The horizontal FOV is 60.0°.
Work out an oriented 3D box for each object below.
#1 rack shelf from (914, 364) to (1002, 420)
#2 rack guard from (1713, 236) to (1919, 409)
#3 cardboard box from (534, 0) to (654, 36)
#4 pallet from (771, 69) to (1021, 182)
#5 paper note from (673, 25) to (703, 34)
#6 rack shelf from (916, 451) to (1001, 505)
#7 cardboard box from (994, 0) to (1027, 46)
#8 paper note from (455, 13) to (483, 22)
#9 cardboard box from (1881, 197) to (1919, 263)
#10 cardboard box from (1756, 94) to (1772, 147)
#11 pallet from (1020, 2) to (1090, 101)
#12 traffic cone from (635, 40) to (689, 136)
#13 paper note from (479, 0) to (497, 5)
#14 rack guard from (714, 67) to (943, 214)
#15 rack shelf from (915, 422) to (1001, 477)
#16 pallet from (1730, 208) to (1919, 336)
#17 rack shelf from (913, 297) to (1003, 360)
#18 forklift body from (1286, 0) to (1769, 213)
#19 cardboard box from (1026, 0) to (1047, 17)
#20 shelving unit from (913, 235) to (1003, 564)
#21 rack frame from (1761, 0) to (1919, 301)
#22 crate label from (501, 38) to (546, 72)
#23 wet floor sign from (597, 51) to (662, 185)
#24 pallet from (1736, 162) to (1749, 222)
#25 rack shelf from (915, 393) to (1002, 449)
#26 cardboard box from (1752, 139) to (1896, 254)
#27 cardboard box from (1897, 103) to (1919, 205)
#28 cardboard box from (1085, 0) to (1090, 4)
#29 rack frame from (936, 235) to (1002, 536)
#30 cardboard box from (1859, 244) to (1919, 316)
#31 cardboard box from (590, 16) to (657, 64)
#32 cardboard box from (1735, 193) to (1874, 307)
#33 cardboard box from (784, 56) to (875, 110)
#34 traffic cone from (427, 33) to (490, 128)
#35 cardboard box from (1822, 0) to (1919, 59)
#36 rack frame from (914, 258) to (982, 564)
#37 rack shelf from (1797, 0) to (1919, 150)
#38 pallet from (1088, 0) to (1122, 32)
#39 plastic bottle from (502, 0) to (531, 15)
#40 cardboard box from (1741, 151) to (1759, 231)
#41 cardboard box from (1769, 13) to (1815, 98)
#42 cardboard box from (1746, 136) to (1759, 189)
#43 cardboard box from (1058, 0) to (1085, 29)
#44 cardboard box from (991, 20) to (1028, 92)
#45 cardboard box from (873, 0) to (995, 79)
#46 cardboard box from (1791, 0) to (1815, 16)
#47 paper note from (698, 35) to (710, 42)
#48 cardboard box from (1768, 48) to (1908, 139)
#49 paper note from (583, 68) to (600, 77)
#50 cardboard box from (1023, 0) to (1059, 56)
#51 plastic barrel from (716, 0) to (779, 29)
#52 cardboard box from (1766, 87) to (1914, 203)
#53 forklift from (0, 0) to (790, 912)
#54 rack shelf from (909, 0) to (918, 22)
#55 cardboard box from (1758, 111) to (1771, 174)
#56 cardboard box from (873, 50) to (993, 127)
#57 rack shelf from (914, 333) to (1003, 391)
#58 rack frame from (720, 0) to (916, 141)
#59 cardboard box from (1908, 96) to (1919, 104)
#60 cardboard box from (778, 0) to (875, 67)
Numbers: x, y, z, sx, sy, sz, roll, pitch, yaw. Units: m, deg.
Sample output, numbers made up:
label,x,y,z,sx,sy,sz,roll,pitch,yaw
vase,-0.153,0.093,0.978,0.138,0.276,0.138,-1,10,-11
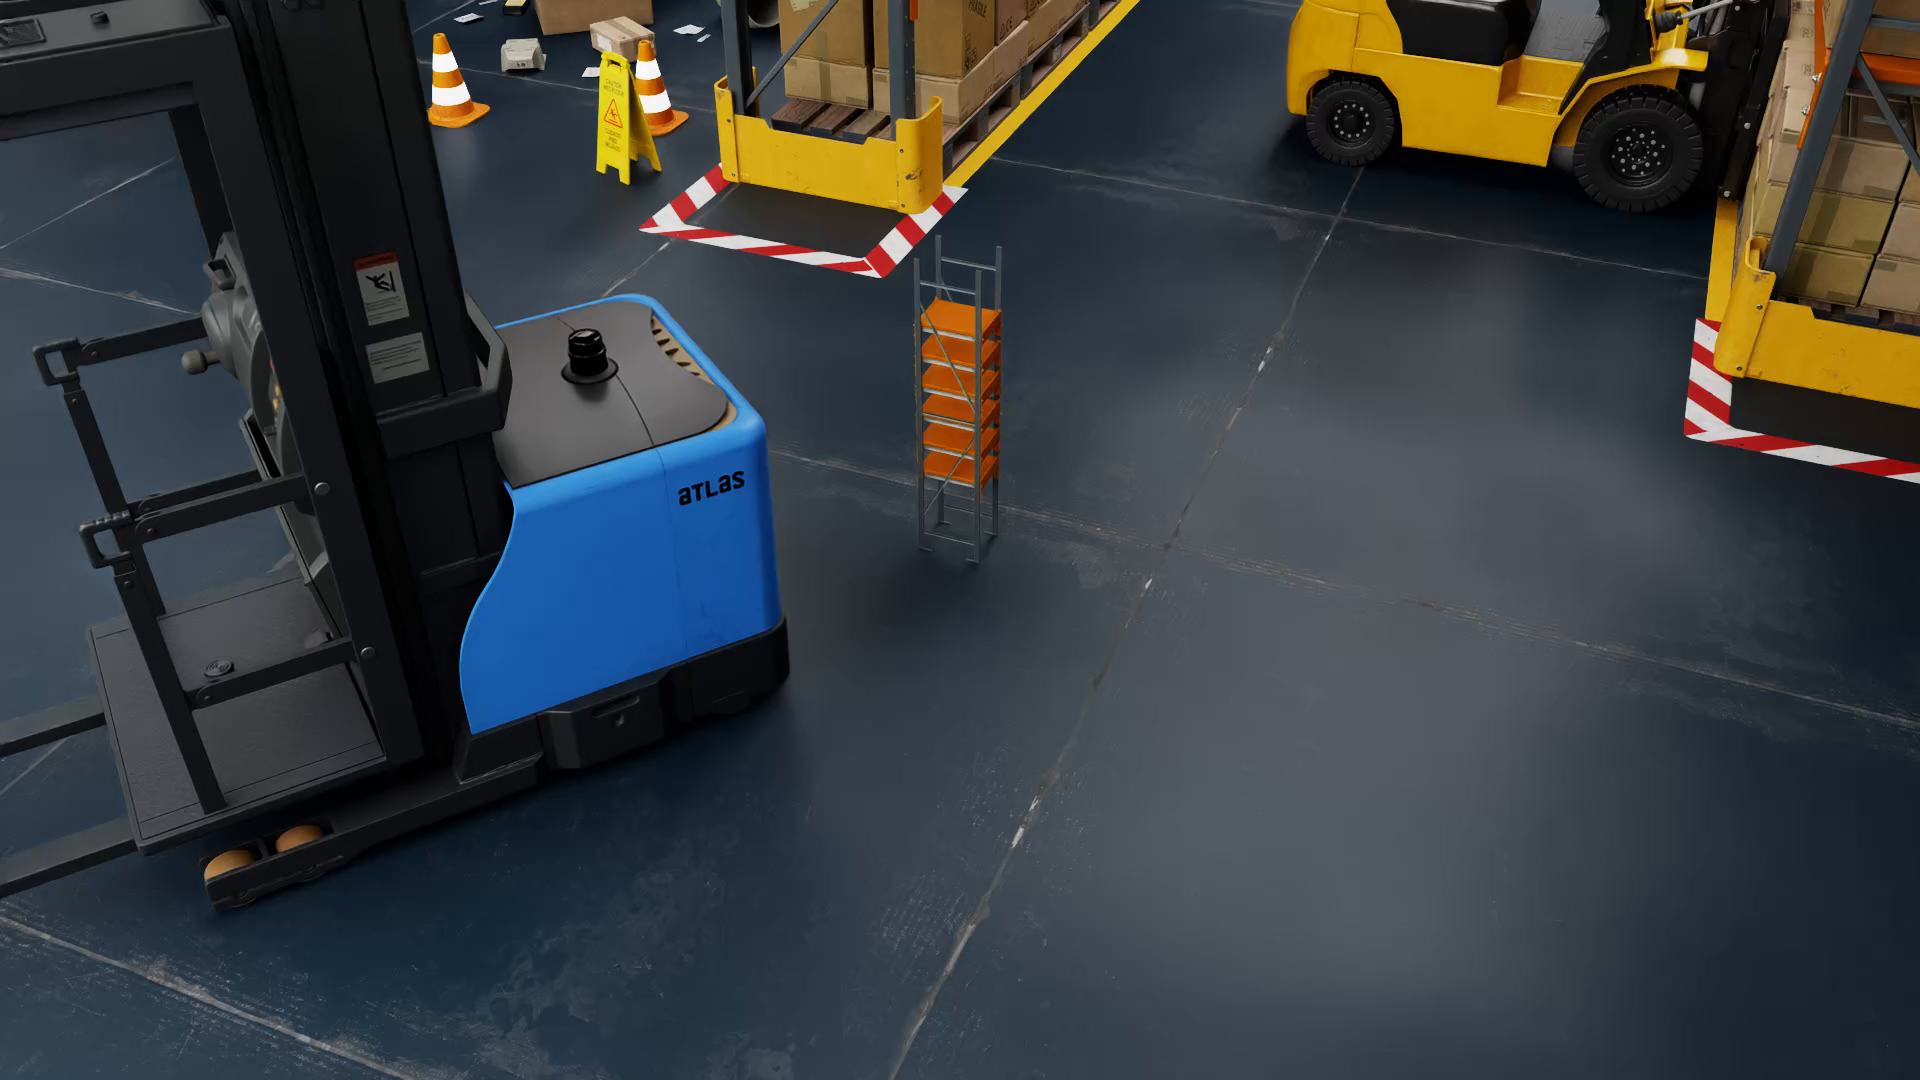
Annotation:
label,x,y,z,sx,sy,sz,roll,pitch,yaw
rack shelf,-0.005,-0.533,5.835,0.258,0.103,0.180,14,39,18
rack guard,3.878,-0.892,7.026,1.175,0.500,0.348,14,39,18
cardboard box,-2.378,-3.585,10.626,0.797,0.503,0.637,-11,38,-14
pallet,-0.334,-2.402,9.288,1.003,0.211,1.213,14,39,18
paper note,-1.724,-3.254,10.588,0.148,0.019,0.142,29,45,33
rack shelf,-0.006,-0.245,6.050,0.258,0.103,0.180,14,39,18
cardboard box,0.061,-3.090,9.198,0.500,0.500,0.500,12,39,16
paper note,-3.170,-3.375,10.742,0.144,0.017,0.142,29,45,33
cardboard box,4.258,-1.387,7.128,0.500,0.250,0.500,15,39,19
cardboard box,4.161,-2.080,8.056,0.500,0.250,0.500,13,39,17
pallet,0.132,-3.075,10.188,1.003,0.211,1.213,14,39,18
traffic cone,-1.734,-2.551,9.277,0.336,0.463,0.334,14,39,18
paper note,-3.122,-3.560,11.004,0.123,0.001,0.032,-25,43,-29
rack guard,-0.676,-2.076,8.610,1.175,0.500,0.348,14,39,18
rack shelf,-0.006,-0.341,5.979,0.258,0.103,0.180,14,39,18
pallet,4.139,-1.223,7.710,1.003,0.211,1.213,14,39,18
rack shelf,-0.005,-0.725,5.691,0.258,0.103,0.180,14,39,18
forklift body,2.921,-3.032,8.510,2.313,2.155,1.214,14,39,18
cardboard box,0.260,-3.366,9.567,0.500,0.500,0.500,15,39,19
shelving unit,-0.005,-0.473,5.880,0.258,1.200,0.189,14,39,18
rack frame,3.887,-1.907,6.296,1.000,3.000,0.127,14,39,18
crate label,-2.648,-2.935,10.062,0.250,0.136,0.298,-5,37,-6
wet floor sign,-1.767,-2.231,8.696,0.267,0.644,0.232,29,45,33
pallet,4.605,-1.896,8.610,1.003,0.211,1.213,14,39,18
rack shelf,-0.005,-0.437,5.907,0.258,0.103,0.180,14,39,18
cardboard box,3.783,-1.515,7.299,0.500,0.250,0.500,13,39,17
cardboard box,4.245,-1.597,6.992,0.500,0.250,0.500,13,39,17
cardboard box,0.647,-3.631,10.549,0.500,0.250,0.500,13,39,17
rack frame,0.029,-0.523,5.948,0.240,1.200,0.006,14,39,18
cardboard box,4.255,-1.201,7.297,0.500,0.250,0.500,14,39,18
cardboard box,-2.074,-3.079,10.245,0.250,0.149,0.380,-25,43,-29
cardboard box,3.774,-1.306,7.437,0.500,0.250,0.500,14,39,18
cardboard box,-0.637,-2.624,9.202,0.500,0.250,0.500,14,39,18
traffic cone,-2.890,-2.616,9.363,0.336,0.463,0.334,14,39,18
cardboard box,3.831,-2.279,6.710,0.500,0.500,0.500,13,39,17
rack frame,-0.040,-0.422,5.812,0.240,1.200,0.006,14,39,18
rack shelf,4.648,-2.726,7.992,1.077,0.370,4.000,14,39,18
pallet,0.594,-3.753,11.095,1.003,0.211,1.213,14,39,18
plastic bottle,-2.902,-3.522,10.910,0.133,0.061,0.283,1,37,2
cardboard box,3.972,-1.579,7.803,0.500,0.250,0.500,14,39,18
cardboard box,4.145,-2.266,7.887,0.500,0.250,0.500,14,39,18
cardboard box,4.170,-1.854,8.171,0.500,0.250,0.500,14,39,18
cardboard box,0.450,-3.351,10.173,0.500,0.250,0.500,14,39,18
cardboard box,0.059,-2.767,9.392,0.500,0.250,0.500,15,39,19
cardboard box,-0.134,-2.800,8.810,0.500,0.500,0.500,13,39,16
cardboard box,4.345,-2.545,8.260,0.500,0.250,0.500,13,39,17
paper note,-1.612,-3.162,10.472,0.032,0.001,0.123,14,39,18
cardboard box,3.963,-1.984,7.510,0.500,0.250,0.500,15,39,19
paper note,-2.186,-2.823,10.001,0.148,0.019,0.142,1,37,2
cardboard box,0.255,-3.072,9.800,0.500,0.250,0.500,16,40,21
plastic barrel,-1.319,-3.492,10.568,0.421,0.421,0.512,-17,40,-22
cardboard box,3.774,-1.700,7.130,0.500,0.250,0.500,15,39,19
forklift,-2.101,-0.473,4.434,3.031,2.935,1.130,-19,41,-24
rack shelf,0.056,-3.855,9.502,1.077,0.370,4.000,14,39,18
cardboard box,3.984,-1.790,7.667,0.500,0.250,0.500,13,39,17
cardboard box,-0.142,-2.486,9.016,0.500,0.250,0.500,14,39,17
rack shelf,-0.005,-0.629,5.763,0.258,0.103,0.180,14,39,18
rack frame,-0.705,-3.035,7.806,1.000,3.000,0.127,14,39,18
cardboard box,4.432,-1.875,7.363,0.500,0.250,0.500,14,39,18
cardboard box,-0.641,-2.906,8.951,0.500,0.500,0.500,14,39,18
